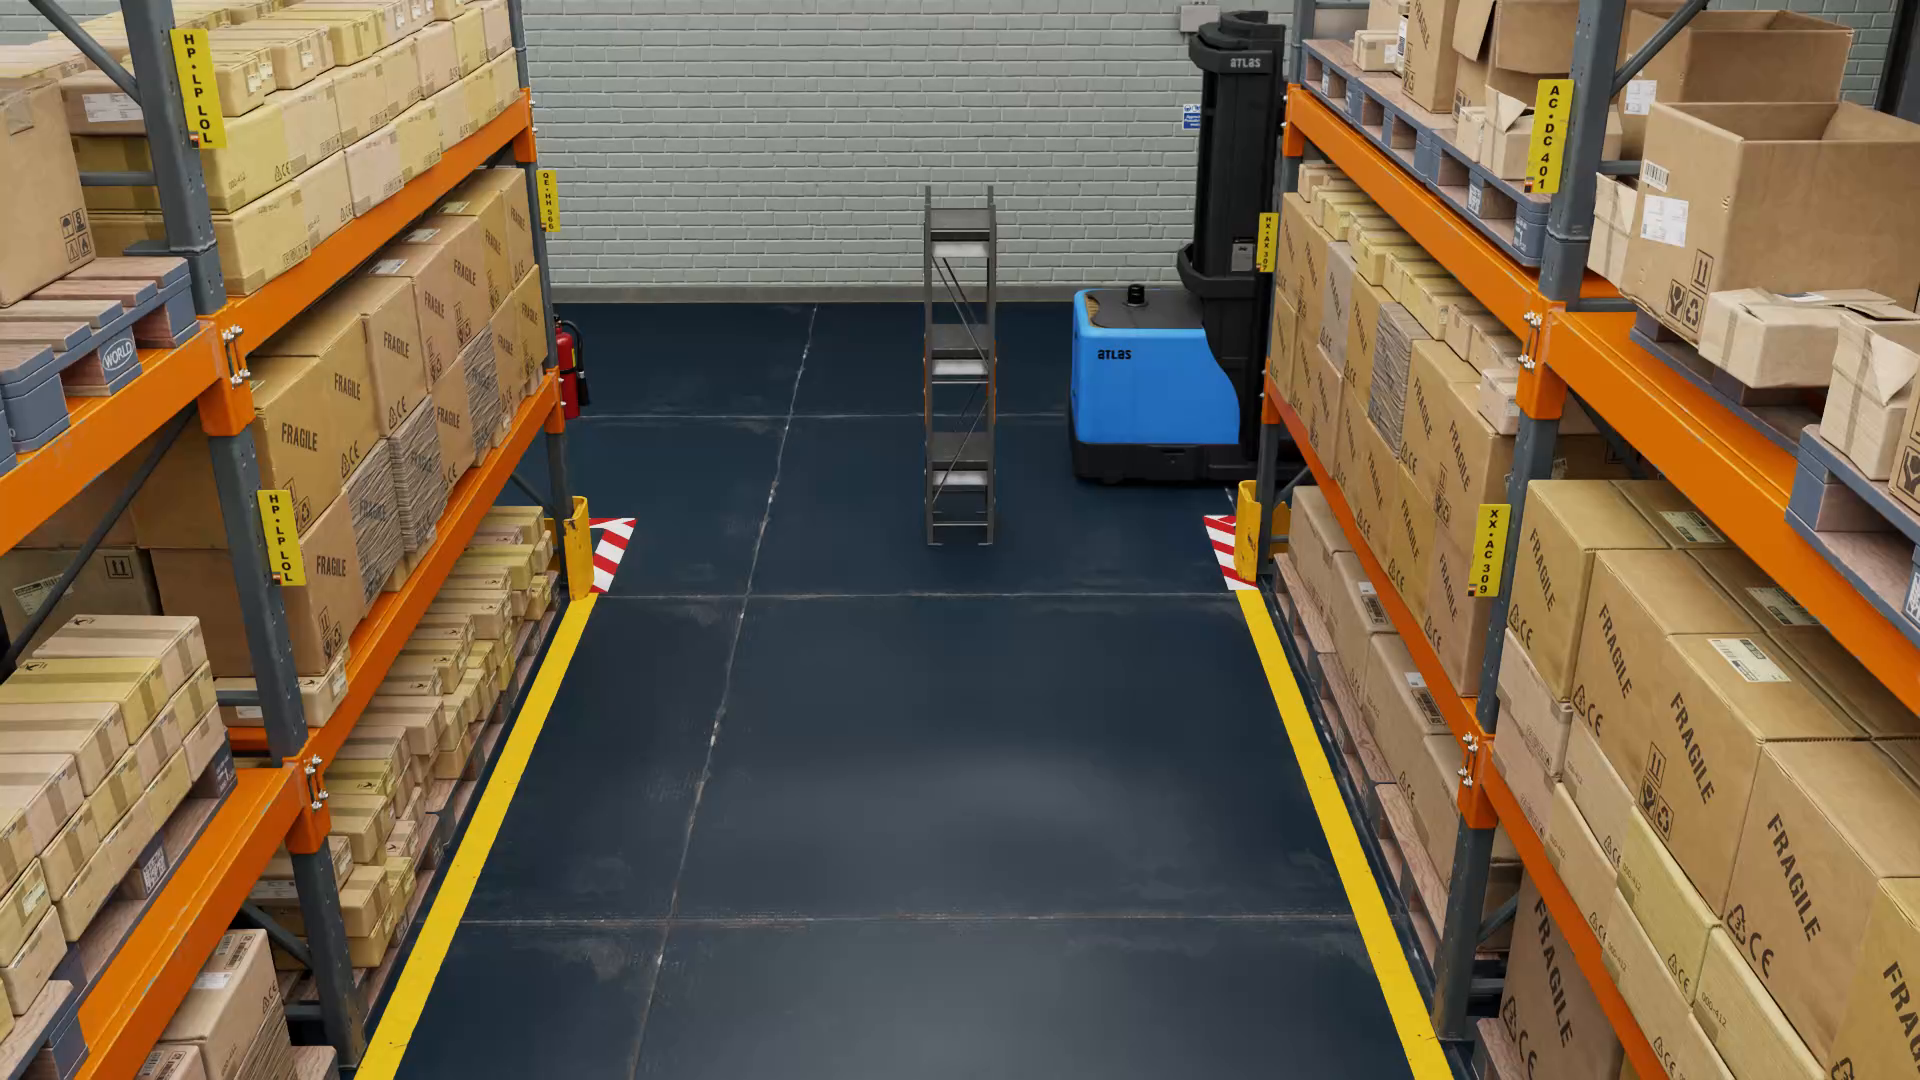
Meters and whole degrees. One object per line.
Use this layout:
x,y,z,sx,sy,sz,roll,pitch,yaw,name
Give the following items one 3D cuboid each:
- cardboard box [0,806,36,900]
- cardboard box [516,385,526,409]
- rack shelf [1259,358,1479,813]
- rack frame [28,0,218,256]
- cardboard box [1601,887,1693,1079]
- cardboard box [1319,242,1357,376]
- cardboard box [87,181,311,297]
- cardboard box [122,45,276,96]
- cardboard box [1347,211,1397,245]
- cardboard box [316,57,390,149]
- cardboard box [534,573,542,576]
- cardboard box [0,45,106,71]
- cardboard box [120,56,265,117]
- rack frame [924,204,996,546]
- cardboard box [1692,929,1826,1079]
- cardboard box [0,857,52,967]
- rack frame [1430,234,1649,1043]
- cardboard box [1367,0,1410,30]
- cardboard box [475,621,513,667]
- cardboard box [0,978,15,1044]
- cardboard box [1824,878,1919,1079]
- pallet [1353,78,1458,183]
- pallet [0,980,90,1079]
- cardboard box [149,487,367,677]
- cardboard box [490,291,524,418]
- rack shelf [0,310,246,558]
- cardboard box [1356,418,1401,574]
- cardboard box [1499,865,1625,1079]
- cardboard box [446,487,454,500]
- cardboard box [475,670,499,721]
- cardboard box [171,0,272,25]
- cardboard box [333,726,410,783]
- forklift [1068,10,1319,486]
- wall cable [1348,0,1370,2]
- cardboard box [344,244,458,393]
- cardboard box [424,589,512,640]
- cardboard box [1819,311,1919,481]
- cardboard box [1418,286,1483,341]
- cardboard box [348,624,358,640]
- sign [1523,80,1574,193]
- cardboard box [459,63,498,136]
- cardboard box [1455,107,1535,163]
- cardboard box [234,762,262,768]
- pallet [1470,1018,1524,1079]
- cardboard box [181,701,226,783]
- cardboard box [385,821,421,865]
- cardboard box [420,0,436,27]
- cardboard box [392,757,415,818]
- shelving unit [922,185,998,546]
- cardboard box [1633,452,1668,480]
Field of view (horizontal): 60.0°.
-2.475,0.770,3.980,0.380,0.149,0.250,-1,24,-2,cardboard box
-2.474,-0.771,8.620,0.380,0.149,0.250,0,24,-1,cardboard box
2.246,-0.033,7.557,1.077,0.370,4.000,0,24,-1,rack shelf
-2.681,-2.207,4.209,1.000,3.000,0.127,0,24,-1,rack frame
2.005,1.138,4.275,0.500,0.250,0.500,0,24,-1,cardboard box
1.970,-1.062,7.624,0.500,0.500,0.500,0,24,-1,cardboard box
-2.422,-0.963,5.282,0.500,0.250,0.500,1,24,2,cardboard box
-2.471,-1.517,5.416,0.380,0.149,0.250,-1,24,-1,cardboard box
1.989,-1.403,7.590,0.380,0.149,0.250,0,24,0,cardboard box
-2.439,-1.611,6.108,0.500,0.250,0.500,0,24,0,cardboard box
-2.511,0.202,9.113,0.380,0.149,0.250,0,24,0,cardboard box
-3.016,-1.518,5.418,0.380,0.149,0.250,0,24,-1,cardboard box
-2.412,-1.414,5.189,0.380,0.149,0.250,-1,24,-3,cardboard box
0.001,-0.924,9.746,0.400,2.100,0.015,0,24,-1,rack frame
2.010,1.117,3.715,0.500,0.250,0.500,-1,24,-2,cardboard box
-2.467,0.908,4.036,0.380,0.149,0.250,-1,24,-3,cardboard box
2.267,0.463,5.586,1.000,3.000,0.127,0,24,-1,rack frame
2.319,-2.536,8.127,0.500,0.250,0.500,-2,24,-5,cardboard box
-2.408,0.494,8.106,0.380,0.149,0.250,0,24,0,cardboard box
-2.462,1.150,3.864,0.380,0.149,0.250,1,24,2,cardboard box
2.031,0.982,3.104,0.500,0.500,0.500,0,24,-1,cardboard box
2.258,-1.702,6.841,1.003,0.211,1.213,0,24,-1,pallet
-2.700,1.447,3.643,1.003,0.211,1.213,0,24,-1,pallet
-2.435,0.141,5.817,0.500,0.500,0.500,-1,24,-2,cardboard box
-2.462,-0.906,8.131,0.500,0.500,0.500,-1,24,-1,cardboard box
-2.659,0.312,3.153,1.077,0.370,4.000,0,24,-1,rack shelf
1.975,-0.192,6.912,0.500,0.500,0.500,-1,24,-1,cardboard box
2.354,1.495,5.374,0.875,0.875,0.875,0,24,1,cardboard box
-2.494,-0.233,7.431,0.380,0.149,0.250,0,24,0,cardboard box
-2.426,0.736,7.932,0.380,0.149,0.250,0,24,0,cardboard box
-2.962,-2.055,6.604,0.380,0.149,0.250,1,24,1,cardboard box
-2.499,0.895,6.858,0.380,0.149,0.250,-1,24,-2,cardboard box
2.281,-1.890,10.872,3.031,2.935,1.130,0,24,1,forklift
3.557,-3.983,14.183,0.588,1.984,0.122,0,24,-1,wall cable
-2.442,-0.930,6.970,0.500,0.500,0.500,-1,24,-2,cardboard box
-2.393,0.360,8.043,0.380,0.149,0.250,1,24,1,cardboard box
1.937,-0.279,3.241,0.396,0.266,0.258,2,24,4,cardboard box
1.999,-0.878,6.430,0.380,0.149,0.250,0,24,-1,cardboard box
-2.490,0.307,6.235,0.380,0.149,0.250,-1,24,-3,cardboard box
1.712,-1.172,4.838,0.100,0.325,0.005,0,24,-1,sign
-2.443,-2.023,7.626,0.500,0.250,0.500,0,24,0,cardboard box
1.938,-1.397,5.732,0.380,0.149,0.250,0,24,1,cardboard box
-2.998,1.010,6.604,0.380,0.149,0.250,0,24,-1,cardboard box
2.351,2.051,5.459,1.003,0.211,1.213,0,24,-1,pallet
-2.479,0.613,5.050,0.380,0.149,0.250,-1,24,-2,cardboard box
-2.422,1.271,6.749,0.380,0.149,0.250,0,24,-1,cardboard box
-2.466,-2.273,7.086,0.380,0.149,0.250,-1,24,-2,cardboard box
-2.497,1.033,6.915,0.380,0.149,0.250,-1,24,-3,cardboard box
-0.002,-1.025,9.968,0.431,2.100,0.503,0,24,-1,shelving unit
2.504,-0.235,5.796,0.500,0.500,0.500,0,24,0,cardboard box
